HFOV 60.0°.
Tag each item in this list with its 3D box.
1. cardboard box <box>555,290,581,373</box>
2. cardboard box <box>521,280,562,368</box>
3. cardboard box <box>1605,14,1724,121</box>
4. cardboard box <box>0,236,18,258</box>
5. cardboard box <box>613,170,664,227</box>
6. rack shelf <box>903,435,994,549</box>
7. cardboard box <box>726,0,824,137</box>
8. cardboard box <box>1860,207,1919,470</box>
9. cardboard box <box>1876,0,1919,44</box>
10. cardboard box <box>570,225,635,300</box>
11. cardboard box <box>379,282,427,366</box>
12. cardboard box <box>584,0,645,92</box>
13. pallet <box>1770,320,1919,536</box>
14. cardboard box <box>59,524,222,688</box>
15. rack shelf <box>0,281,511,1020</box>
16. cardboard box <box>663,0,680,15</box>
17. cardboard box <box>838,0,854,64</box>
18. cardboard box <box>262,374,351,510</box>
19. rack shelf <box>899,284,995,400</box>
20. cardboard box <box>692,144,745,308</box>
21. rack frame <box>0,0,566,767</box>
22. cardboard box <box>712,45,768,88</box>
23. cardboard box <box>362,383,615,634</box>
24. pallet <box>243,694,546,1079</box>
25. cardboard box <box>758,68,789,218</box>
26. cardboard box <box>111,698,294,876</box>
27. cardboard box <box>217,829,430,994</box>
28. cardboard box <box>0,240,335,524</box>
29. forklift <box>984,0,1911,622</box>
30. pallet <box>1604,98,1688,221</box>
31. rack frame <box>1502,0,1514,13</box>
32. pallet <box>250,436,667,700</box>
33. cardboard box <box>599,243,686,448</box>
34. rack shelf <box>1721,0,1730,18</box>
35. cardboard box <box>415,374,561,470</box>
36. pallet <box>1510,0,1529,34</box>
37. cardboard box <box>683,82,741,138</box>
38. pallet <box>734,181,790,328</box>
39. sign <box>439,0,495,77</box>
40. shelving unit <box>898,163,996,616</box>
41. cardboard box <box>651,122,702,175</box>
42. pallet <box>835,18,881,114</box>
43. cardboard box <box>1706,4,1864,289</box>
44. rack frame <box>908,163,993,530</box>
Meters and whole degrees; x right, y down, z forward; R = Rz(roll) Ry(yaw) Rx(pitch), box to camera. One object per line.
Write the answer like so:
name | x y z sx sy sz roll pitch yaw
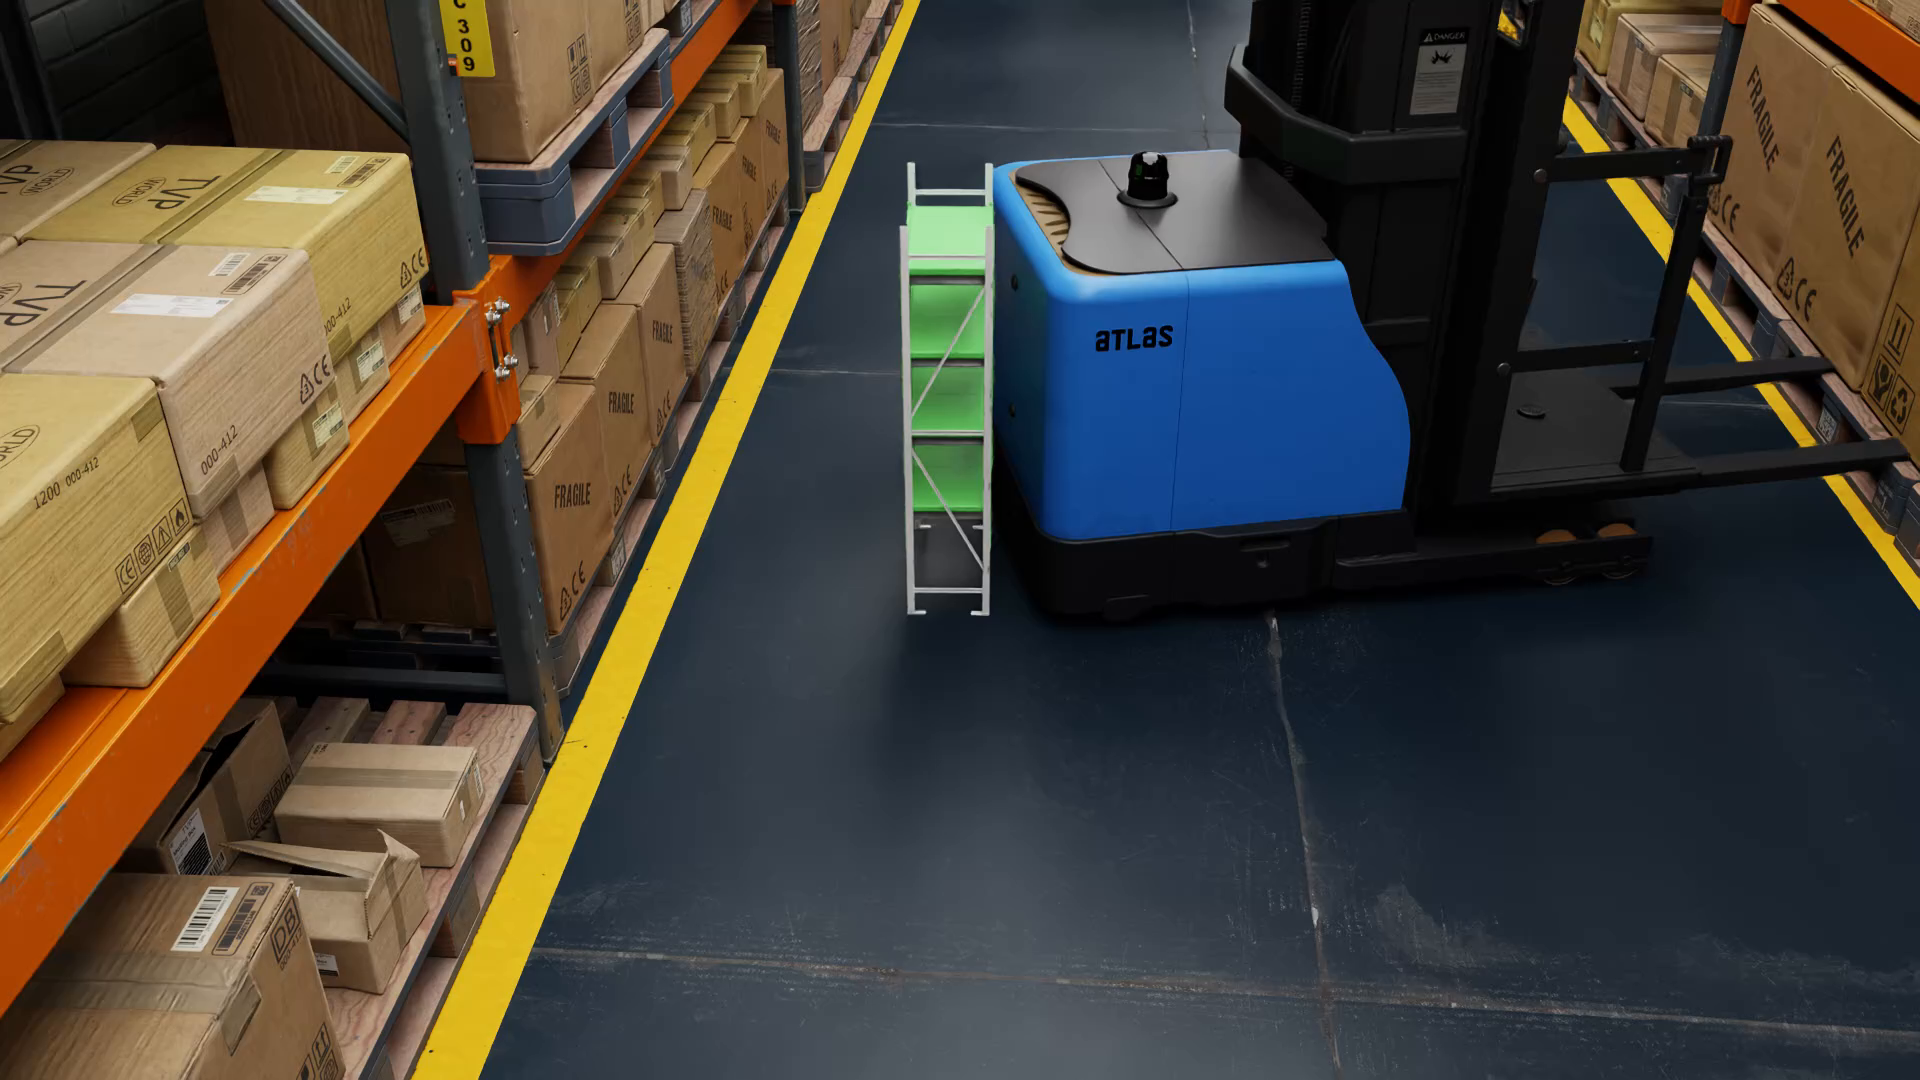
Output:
cardboard box | -1.299 -0.595 4.721 0.380 0.149 0.250 1 32 1
cardboard box | -1.281 -0.577 4.407 0.380 0.149 0.250 1 32 2
cardboard box | 3.833 -2.368 8.338 0.950 0.372 0.625 2 32 3
cardboard box | -1.892 -0.298 2.734 0.500 0.250 0.500 2 32 4
cardboard box | -1.217 -1.140 5.605 0.380 0.149 0.250 3 32 4
rack shelf | -0.031 -0.162 4.948 0.258 0.148 0.480 0 32 1
cardboard box | -1.158 -2.330 8.035 0.875 0.625 0.625 3 32 6
cardboard box | 3.436 -0.610 5.005 0.875 0.875 0.875 3 32 5
cardboard box | 3.361 -1.774 5.413 0.500 0.250 0.500 3 32 6
cardboard box | -1.233 -0.868 5.164 0.380 0.149 0.250 2 32 4
cardboard box | -1.323 -0.461 3.378 0.380 0.149 0.250 3 32 5
cardboard box | -1.244 -1.481 4.298 0.700 0.500 0.500 3 32 5
pallet | 3.484 -0.394 5.689 1.003 0.211 1.213 2 32 4
cardboard box | -1.360 0.084 2.494 0.380 0.149 0.250 2 32 3
rack shelf | -1.711 0.607 2.092 1.077 0.370 4.000 2 32 4
cardboard box | -1.180 -1.891 4.964 0.700 0.500 0.500 2 32 4
cardboard box | -1.058 -3.024 9.162 0.875 0.625 0.625 1 32 2
cardboard box | -1.319 -0.187 2.933 0.380 0.149 0.250 3 32 5
rack shelf | -0.031 -0.571 4.697 0.258 0.148 0.480 0 32 1
cardboard box | -1.134 -1.186 6.298 0.500 0.500 0.500 4 32 6
rack frame | -1.548 -0.745 3.600 1.000 3.000 0.127 2 32 4
cardboard box | -1.010 -1.959 6.933 0.380 0.149 0.250 1 32 2
cardboard box | -1.285 -0.103 4.541 0.500 0.500 0.500 4 32 6
pallet | -1.605 0.801 3.749 1.003 0.211 1.213 2 32 4
cardboard box | -1.043 -1.721 7.166 0.500 0.500 0.500 3 32 5
cardboard box | -1.838 0.556 3.651 0.500 0.311 0.500 4 32 6
cardboard box | -1.330 0.730 3.411 0.396 0.266 0.258 4 32 6
cardboard box | -1.373 -0.269 2.686 0.500 0.250 0.500 3 32 4
forklift | 1.627 -1.379 4.693 3.031 2.935 1.130 -6 32 -9
pallet | 3.790 -1.848 8.048 1.003 0.211 1.213 2 32 4
rack frame | 4.050 -4.718 10.047 1.000 3.000 0.127 2 32 4
pallet | -1.520 0.015 5.025 1.003 0.211 1.213 2 32 4
cardboard box | -1.206 -0.643 5.416 0.500 0.500 0.500 2 32 3
rack shelf | 3.888 -3.366 8.539 1.077 0.370 4.000 2 32 4
cardboard box | -1.254 -0.312 4.262 0.380 0.149 0.250 4 32 6
pallet | 3.989 -3.124 10.118 1.003 0.211 1.213 2 32 4
cardboard box | -1.067 -1.679 6.479 0.380 0.149 0.250 1 32 2
pallet | -1.321 -1.261 7.095 1.003 0.211 1.213 2 32 4
sign | -1.007 -1.095 3.342 0.100 0.325 0.005 2 32 4
shelving unit | -0.031 -0.421 4.789 0.258 1.200 0.503 0 32 1
cardboard box | -1.154 -1.412 6.046 0.380 0.149 0.250 2 32 3
pallet | -1.015 -2.715 9.454 1.003 0.211 1.213 2 32 4
cardboard box | 3.586 -1.543 6.520 0.875 0.875 0.875 2 32 4
rack frame | -0.027 -0.549 4.997 0.240 1.200 0.015 0 32 1
